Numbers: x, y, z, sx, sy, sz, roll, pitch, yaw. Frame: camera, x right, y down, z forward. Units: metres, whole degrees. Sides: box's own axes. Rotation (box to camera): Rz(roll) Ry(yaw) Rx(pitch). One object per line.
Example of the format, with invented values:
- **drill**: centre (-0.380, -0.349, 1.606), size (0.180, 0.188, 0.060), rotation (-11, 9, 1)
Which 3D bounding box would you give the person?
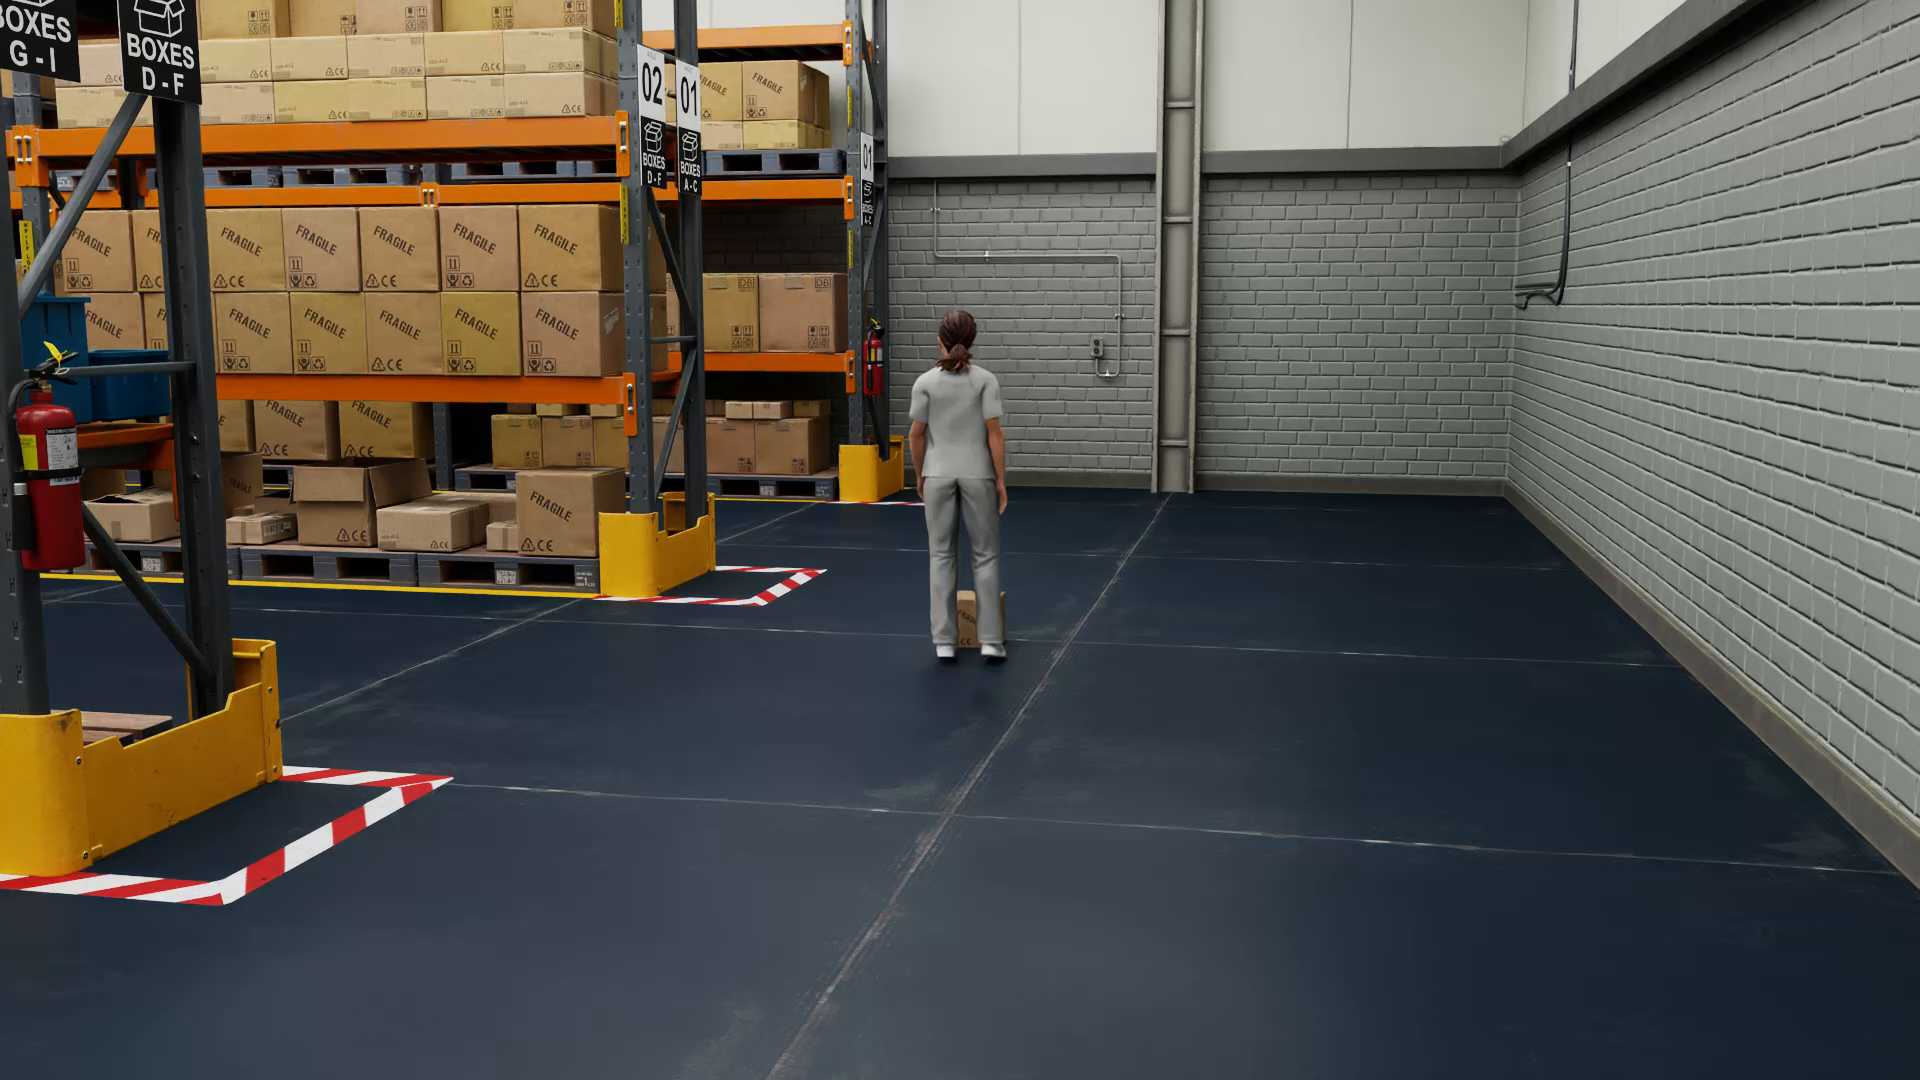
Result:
- **person**: centre (-0.005, -0.120, 8.005), size (0.475, 1.448, 0.455), rotation (1, 8, 5)
